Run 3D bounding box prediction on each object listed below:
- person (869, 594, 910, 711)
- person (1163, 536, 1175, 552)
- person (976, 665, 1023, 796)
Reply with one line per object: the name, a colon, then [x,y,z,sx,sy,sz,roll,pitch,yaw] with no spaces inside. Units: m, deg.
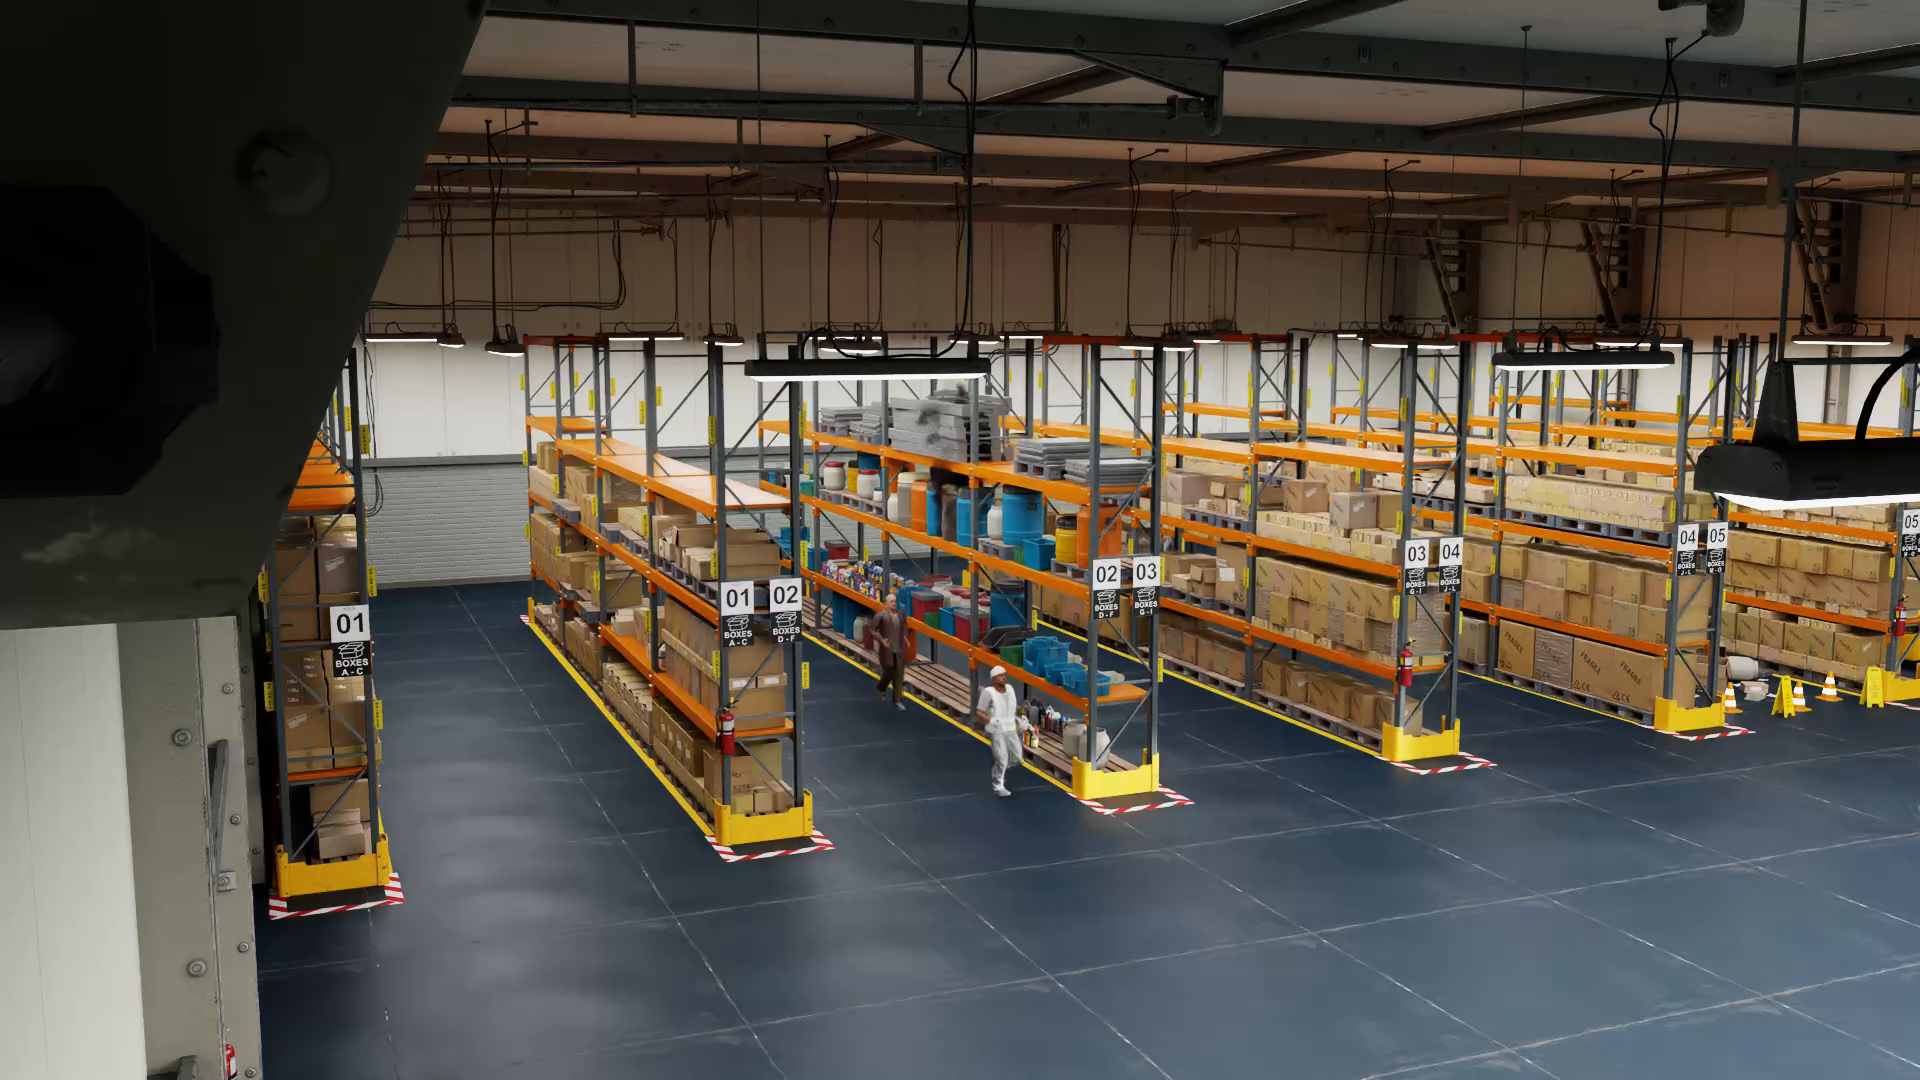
person: [-1.059,1.730,25.930,0.711,1.777,0.869,-4,8,-26]
person: [5.409,-0.033,41.826,0.762,1.735,0.576,-3,8,-21]
person: [0.549,2.528,22.052,0.679,1.732,0.611,-5,9,-36]
